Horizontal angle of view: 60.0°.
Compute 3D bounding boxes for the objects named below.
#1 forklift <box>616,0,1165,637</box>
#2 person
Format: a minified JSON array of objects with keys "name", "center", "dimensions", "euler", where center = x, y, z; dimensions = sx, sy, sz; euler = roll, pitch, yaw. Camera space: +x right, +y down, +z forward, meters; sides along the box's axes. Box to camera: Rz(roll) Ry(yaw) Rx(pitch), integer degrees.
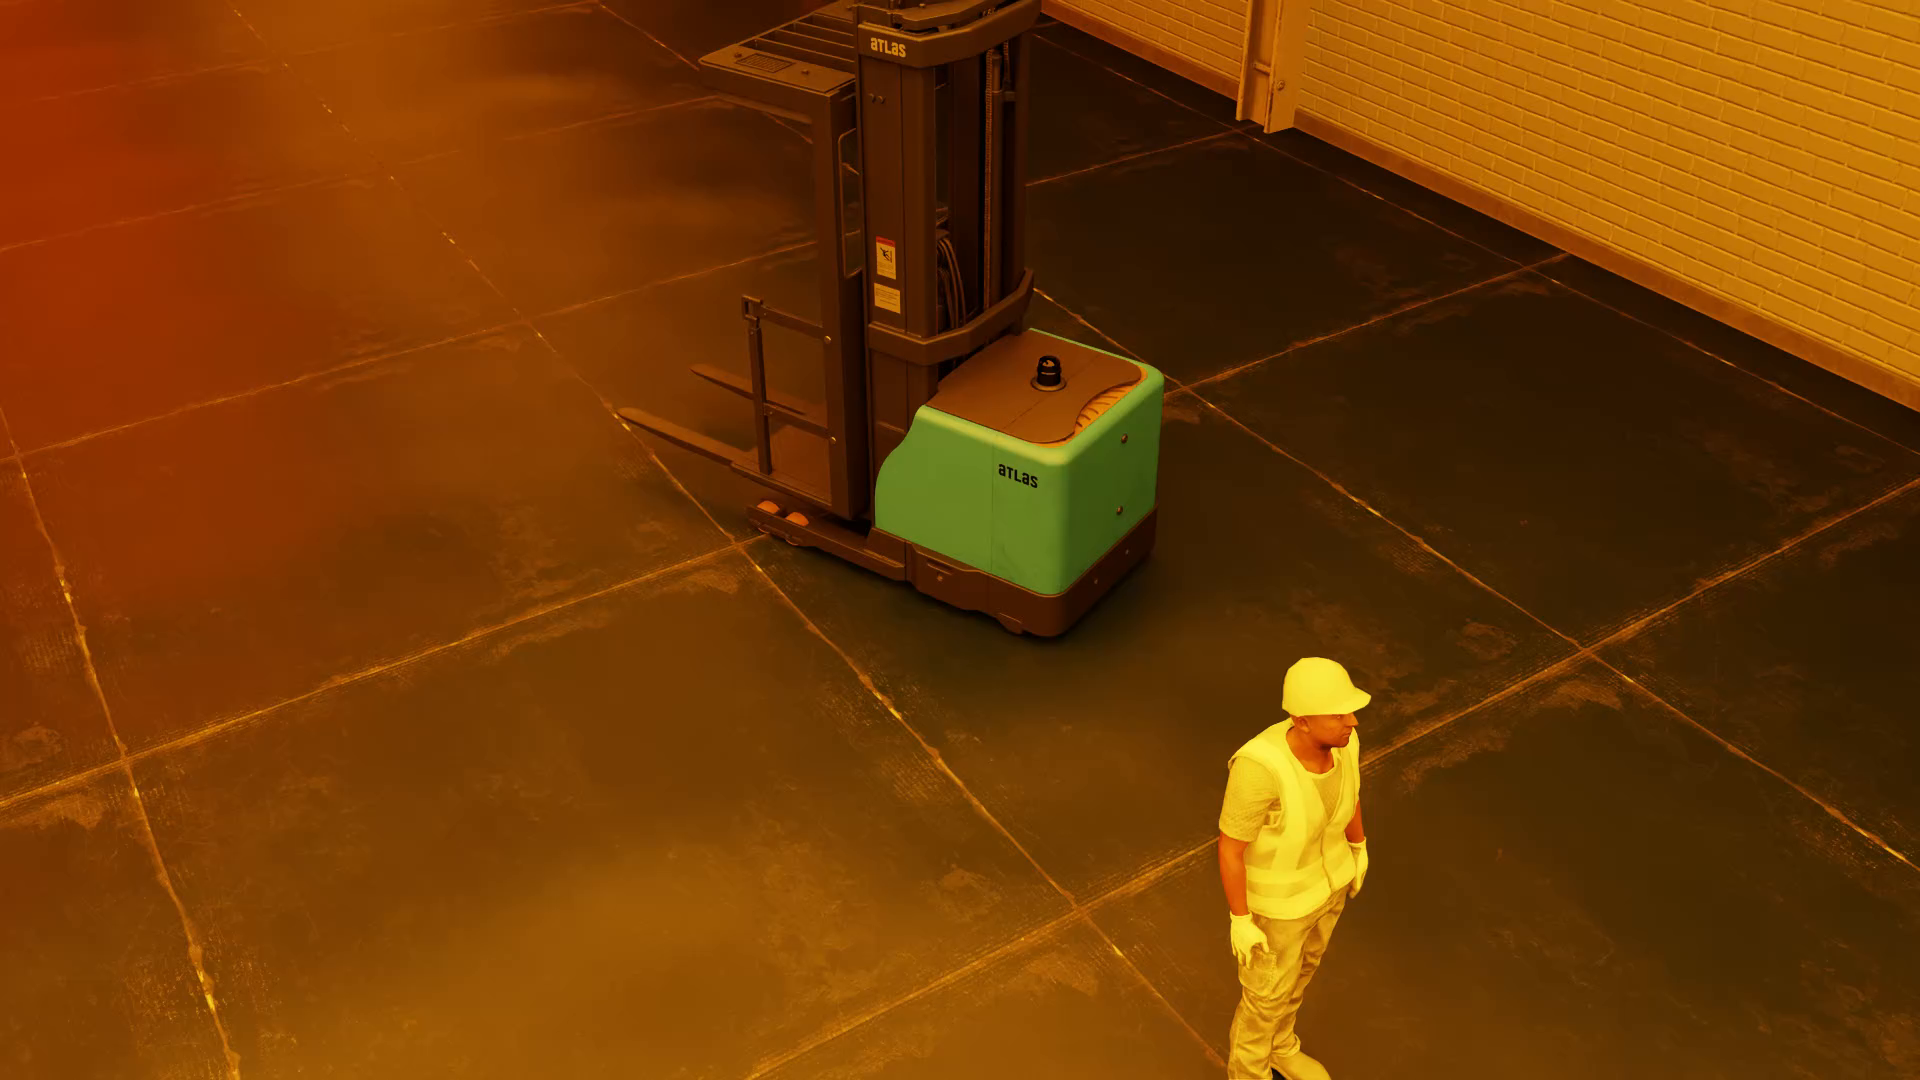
[{"name":"forklift","center":[-0.500,-1.399,8.138],"dimensions":[3.031,2.935,1.130],"euler":[22,41,28]},{"name":"person","center":[1.150,1.178,5.457],"dimensions":[0.657,1.782,0.577],"euler":[-27,43,-33]}]
